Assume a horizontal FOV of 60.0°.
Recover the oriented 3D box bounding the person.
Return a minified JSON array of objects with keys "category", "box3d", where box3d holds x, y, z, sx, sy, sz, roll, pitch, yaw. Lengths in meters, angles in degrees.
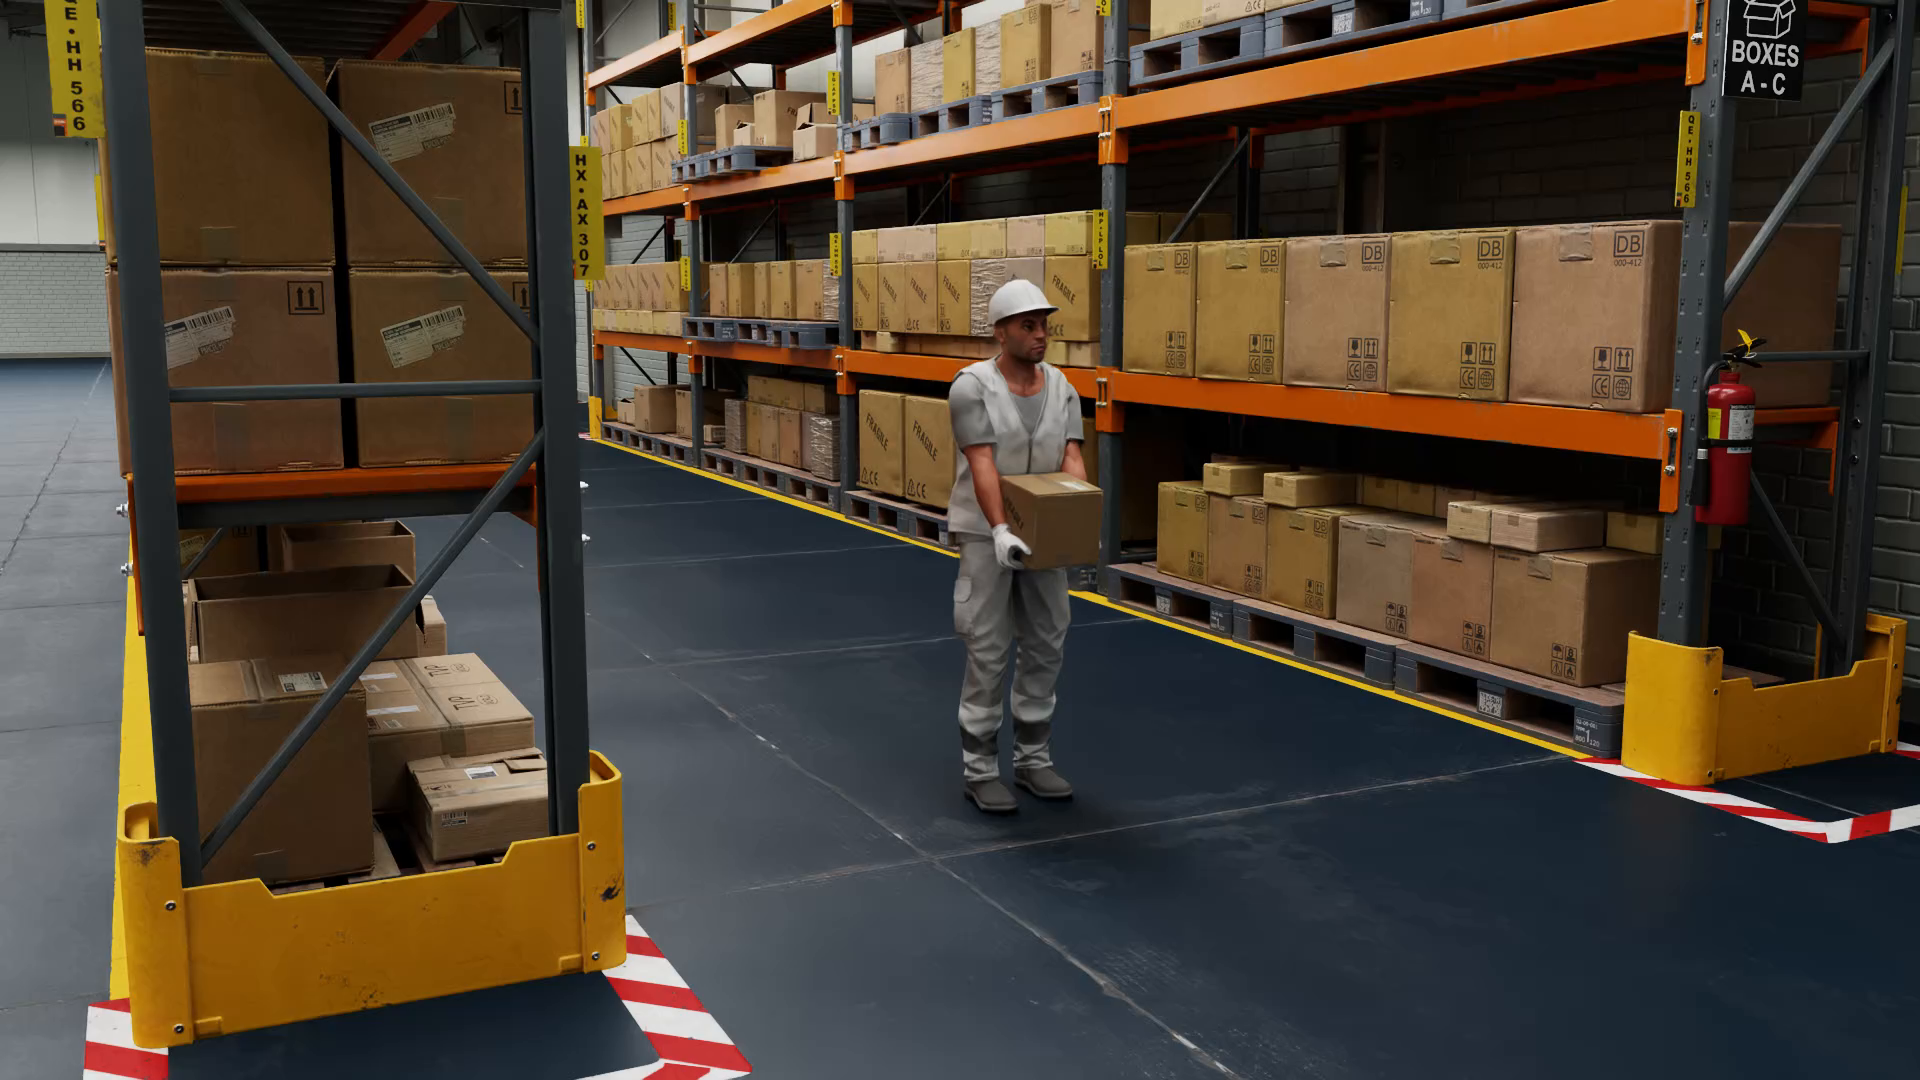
[{"category":"person","box3d":[0.224,0.021,5.629,0.494,1.783,0.570,-4,9,-27]}]
